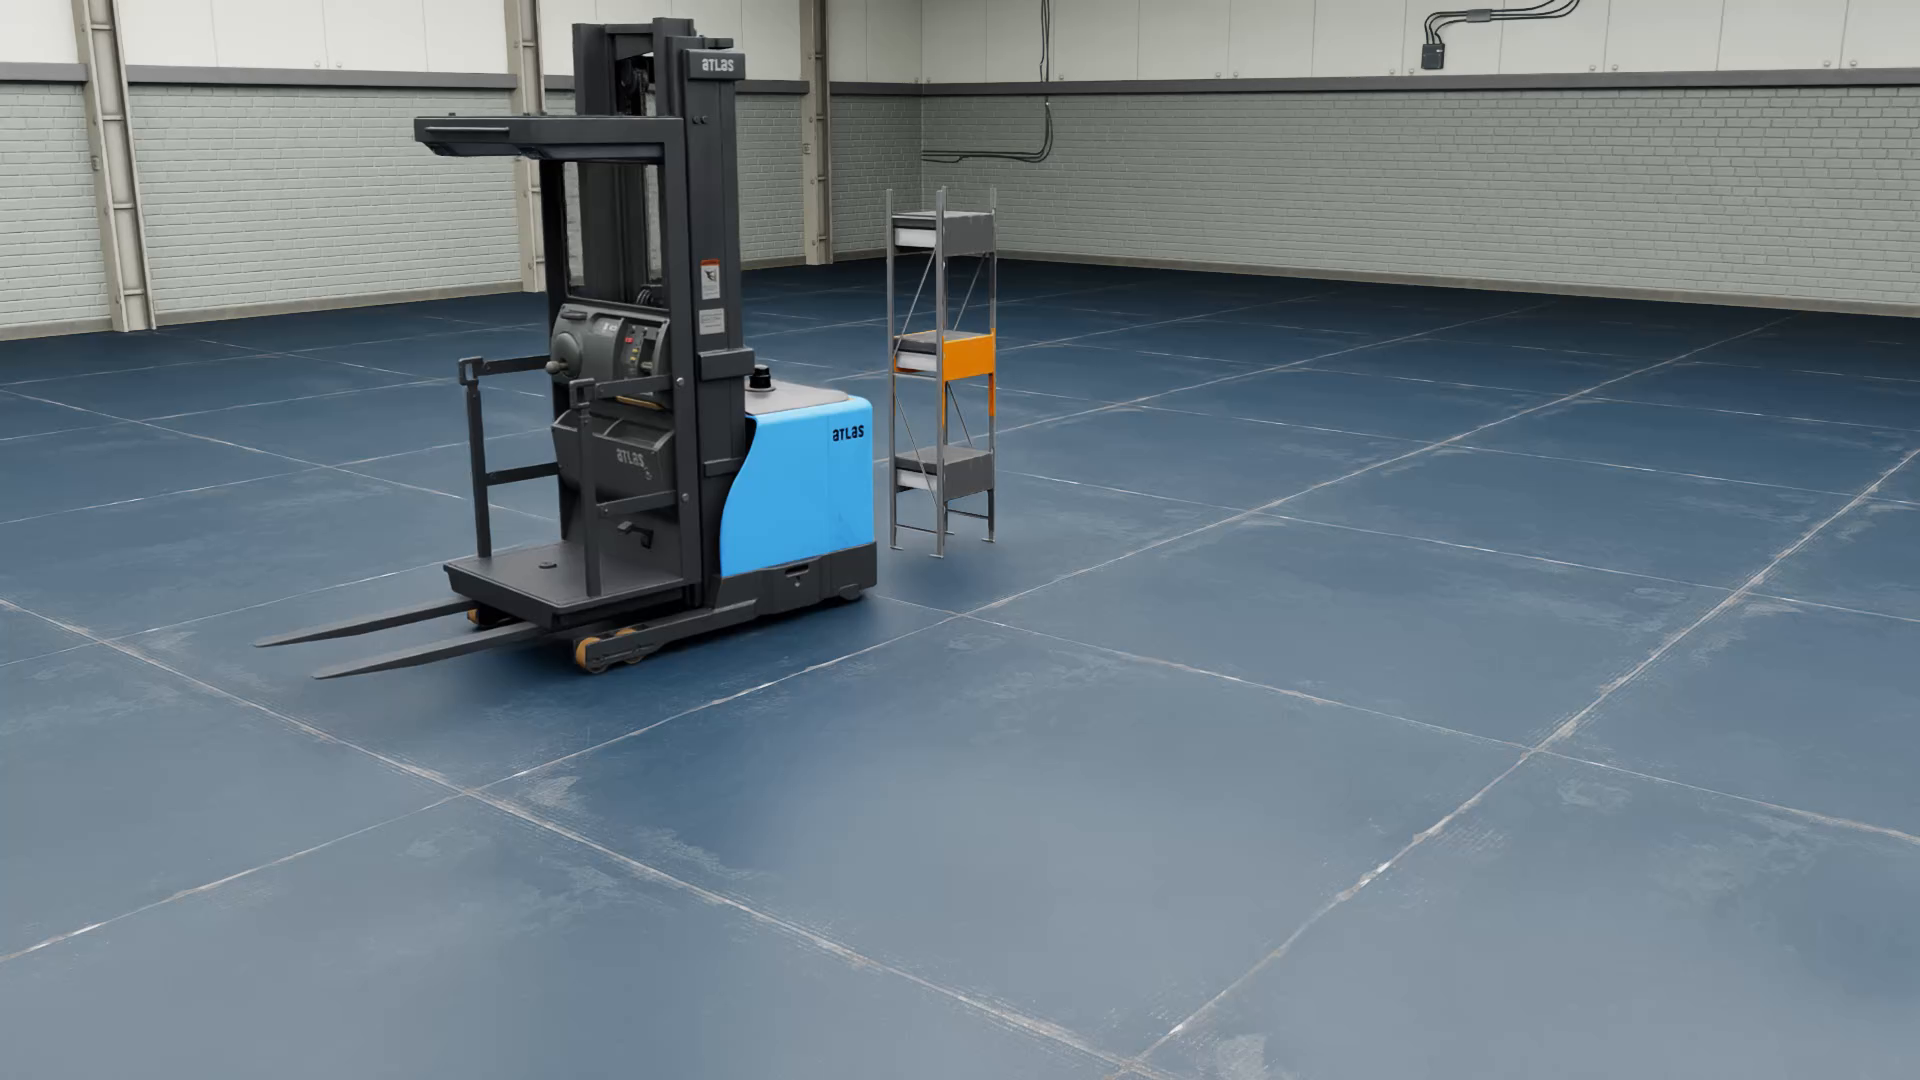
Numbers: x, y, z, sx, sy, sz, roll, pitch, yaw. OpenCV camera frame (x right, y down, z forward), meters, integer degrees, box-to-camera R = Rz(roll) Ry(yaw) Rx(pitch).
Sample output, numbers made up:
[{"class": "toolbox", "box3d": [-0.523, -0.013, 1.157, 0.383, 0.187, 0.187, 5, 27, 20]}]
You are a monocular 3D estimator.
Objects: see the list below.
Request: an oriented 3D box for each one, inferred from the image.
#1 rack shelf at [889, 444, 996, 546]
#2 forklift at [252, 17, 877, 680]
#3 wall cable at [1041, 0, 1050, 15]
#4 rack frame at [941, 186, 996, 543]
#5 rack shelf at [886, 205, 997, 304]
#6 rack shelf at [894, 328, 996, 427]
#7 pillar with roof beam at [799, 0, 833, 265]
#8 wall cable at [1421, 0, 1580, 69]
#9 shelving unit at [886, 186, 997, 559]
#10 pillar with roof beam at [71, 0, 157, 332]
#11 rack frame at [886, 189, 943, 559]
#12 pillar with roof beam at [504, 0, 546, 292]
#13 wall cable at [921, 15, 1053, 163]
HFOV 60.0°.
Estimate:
[{"class": "rack shelf", "box3d": [-0.104, -0.294, 9.915, 0.431, 0.518, 0.480, 11, 18, 38]}, {"class": "forklift", "box3d": [-1.844, -0.947, 7.899, 3.031, 2.935, 1.130, -14, 20, -43]}, {"class": "wall cable", "box3d": [2.507, -10.099, 27.649, 3.097, 2.526, 0.112, 11, 18, 38]}, {"class": "rack frame", "box3d": [0.049, -1.033, 9.924, 0.400, 2.100, 0.015, 11, 18, 38]}, {"class": "rack shelf", "box3d": [-0.104, -1.651, 9.571, 0.431, 0.518, 0.480, 11, 18, 38]}, {"class": "rack shelf", "box3d": [-0.104, -0.973, 9.743, 0.431, 0.518, 0.480, 11, 18, 38]}, {"class": "pillar with roof beam", "box3d": [0.871, -8.549, 25.499, 9.100, 9.000, 0.400, 11, 18, 38]}, {"class": "wall cable", "box3d": [7.777, -9.751, 23.323, 2.305, 6.003, 0.169, 11, 18, 38]}, {"class": "shelving unit", "box3d": [-0.104, -0.986, 9.740, 0.431, 2.100, 0.503, 11, 18, 38]}, {"class": "pillar with roof beam", "box3d": [-6.671, -6.251, 16.453, 9.100, 9.000, 0.400, 11, 18, 38]}, {"class": "rack frame", "box3d": [-0.257, -0.939, 9.556, 0.400, 2.100, 0.015, 11, 18, 38]}, {"class": "pillar with roof beam", "box3d": [-2.900, -7.400, 20.976, 9.100, 9.000, 0.400, 11, 18, 38]}, {"class": "wall cable", "box3d": [0.403, -8.070, 29.919, 3.097, 2.526, 0.112, 11, 18, 38]}]
